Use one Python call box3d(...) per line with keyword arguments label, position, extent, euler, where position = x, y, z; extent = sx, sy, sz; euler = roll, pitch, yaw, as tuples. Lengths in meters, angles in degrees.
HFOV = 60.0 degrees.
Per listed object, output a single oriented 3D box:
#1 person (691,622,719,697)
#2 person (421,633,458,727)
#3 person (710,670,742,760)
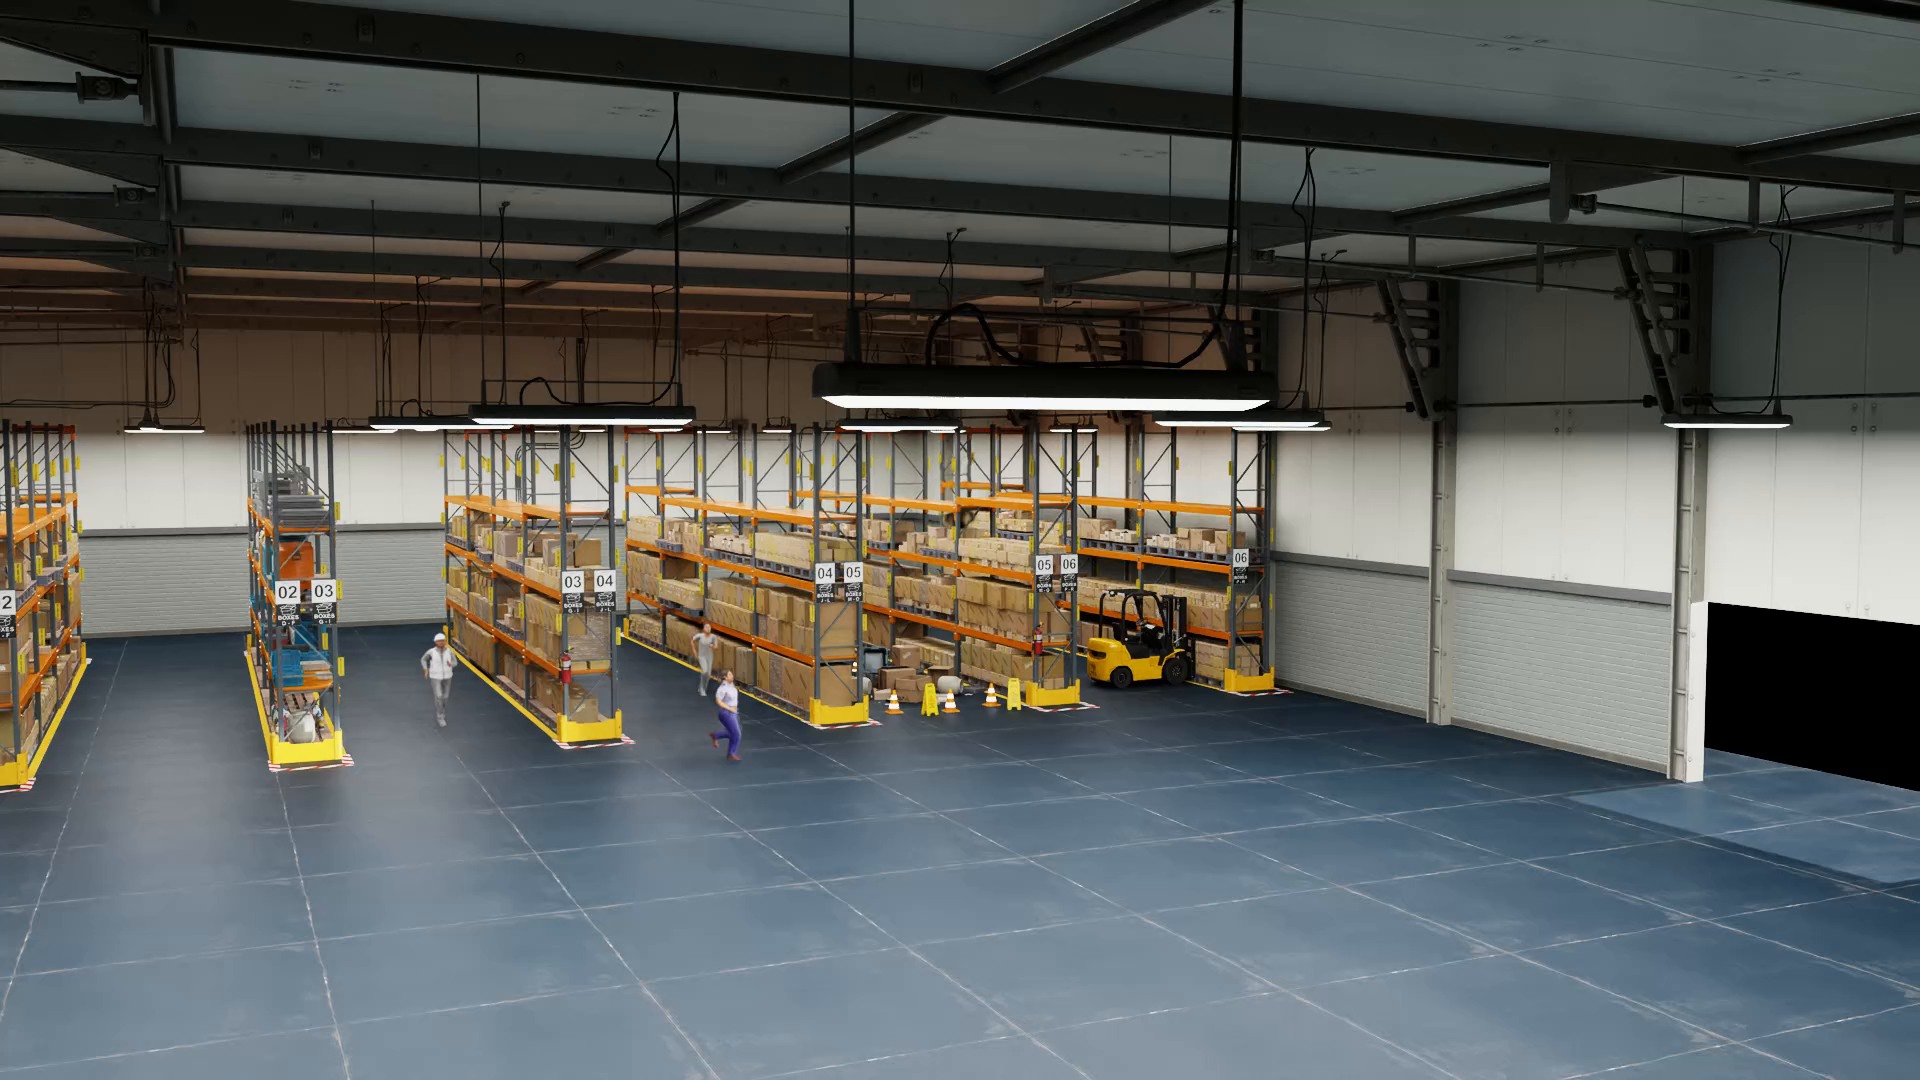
box3d(label="person", position=(-5.584, 2.610, 36.473), extent=(0.544, 1.633, 0.732), euler=(-2, 4, -25))
box3d(label="person", position=(-10.304, 2.746, 33.002), extent=(0.645, 1.785, 0.904), euler=(-2, 4, -35))
box3d(label="person", position=(-4.164, 3.095, 29.486), extent=(0.614, 1.607, 0.635), euler=(0, 4, 7))
